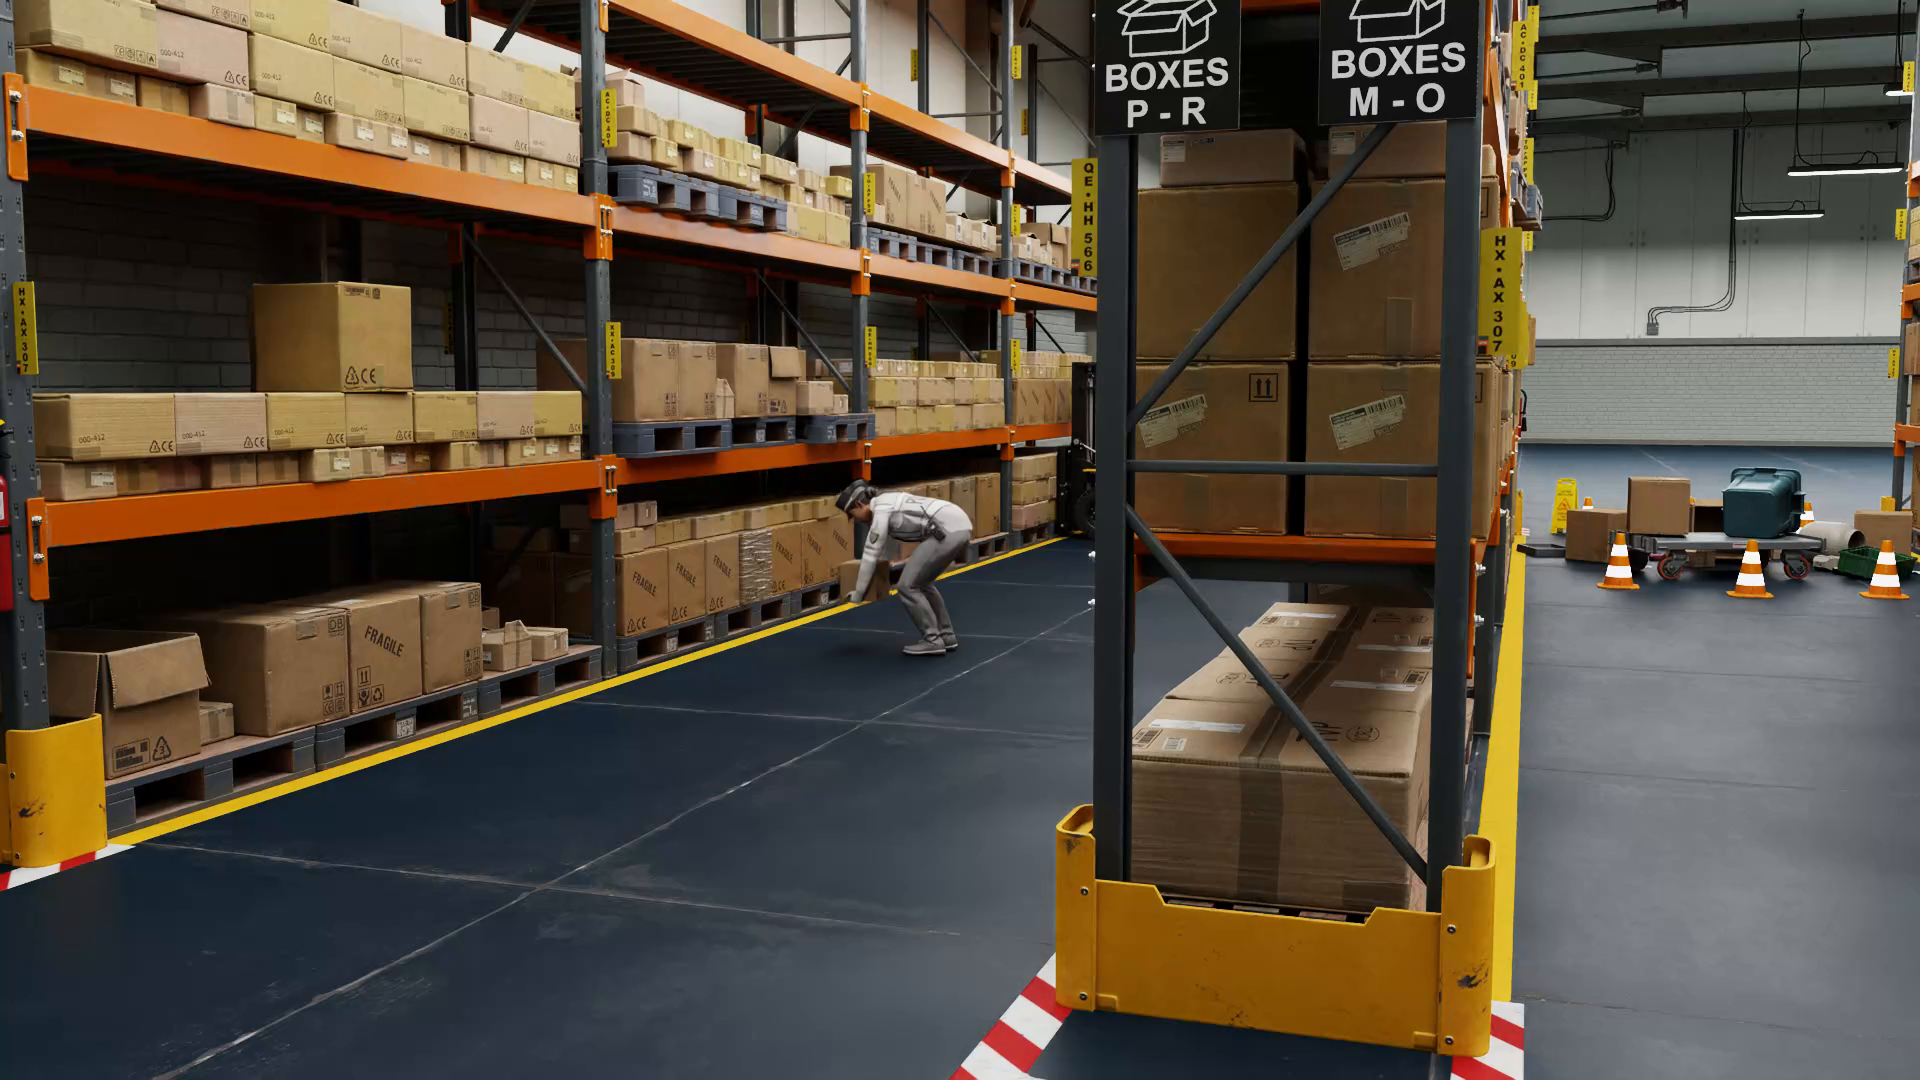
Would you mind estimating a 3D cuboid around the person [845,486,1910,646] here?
[{"bbox_3d":[3.500,-0.502,12.198,7.482,2.202,5.277,2,6,16],"label":"person"}]
